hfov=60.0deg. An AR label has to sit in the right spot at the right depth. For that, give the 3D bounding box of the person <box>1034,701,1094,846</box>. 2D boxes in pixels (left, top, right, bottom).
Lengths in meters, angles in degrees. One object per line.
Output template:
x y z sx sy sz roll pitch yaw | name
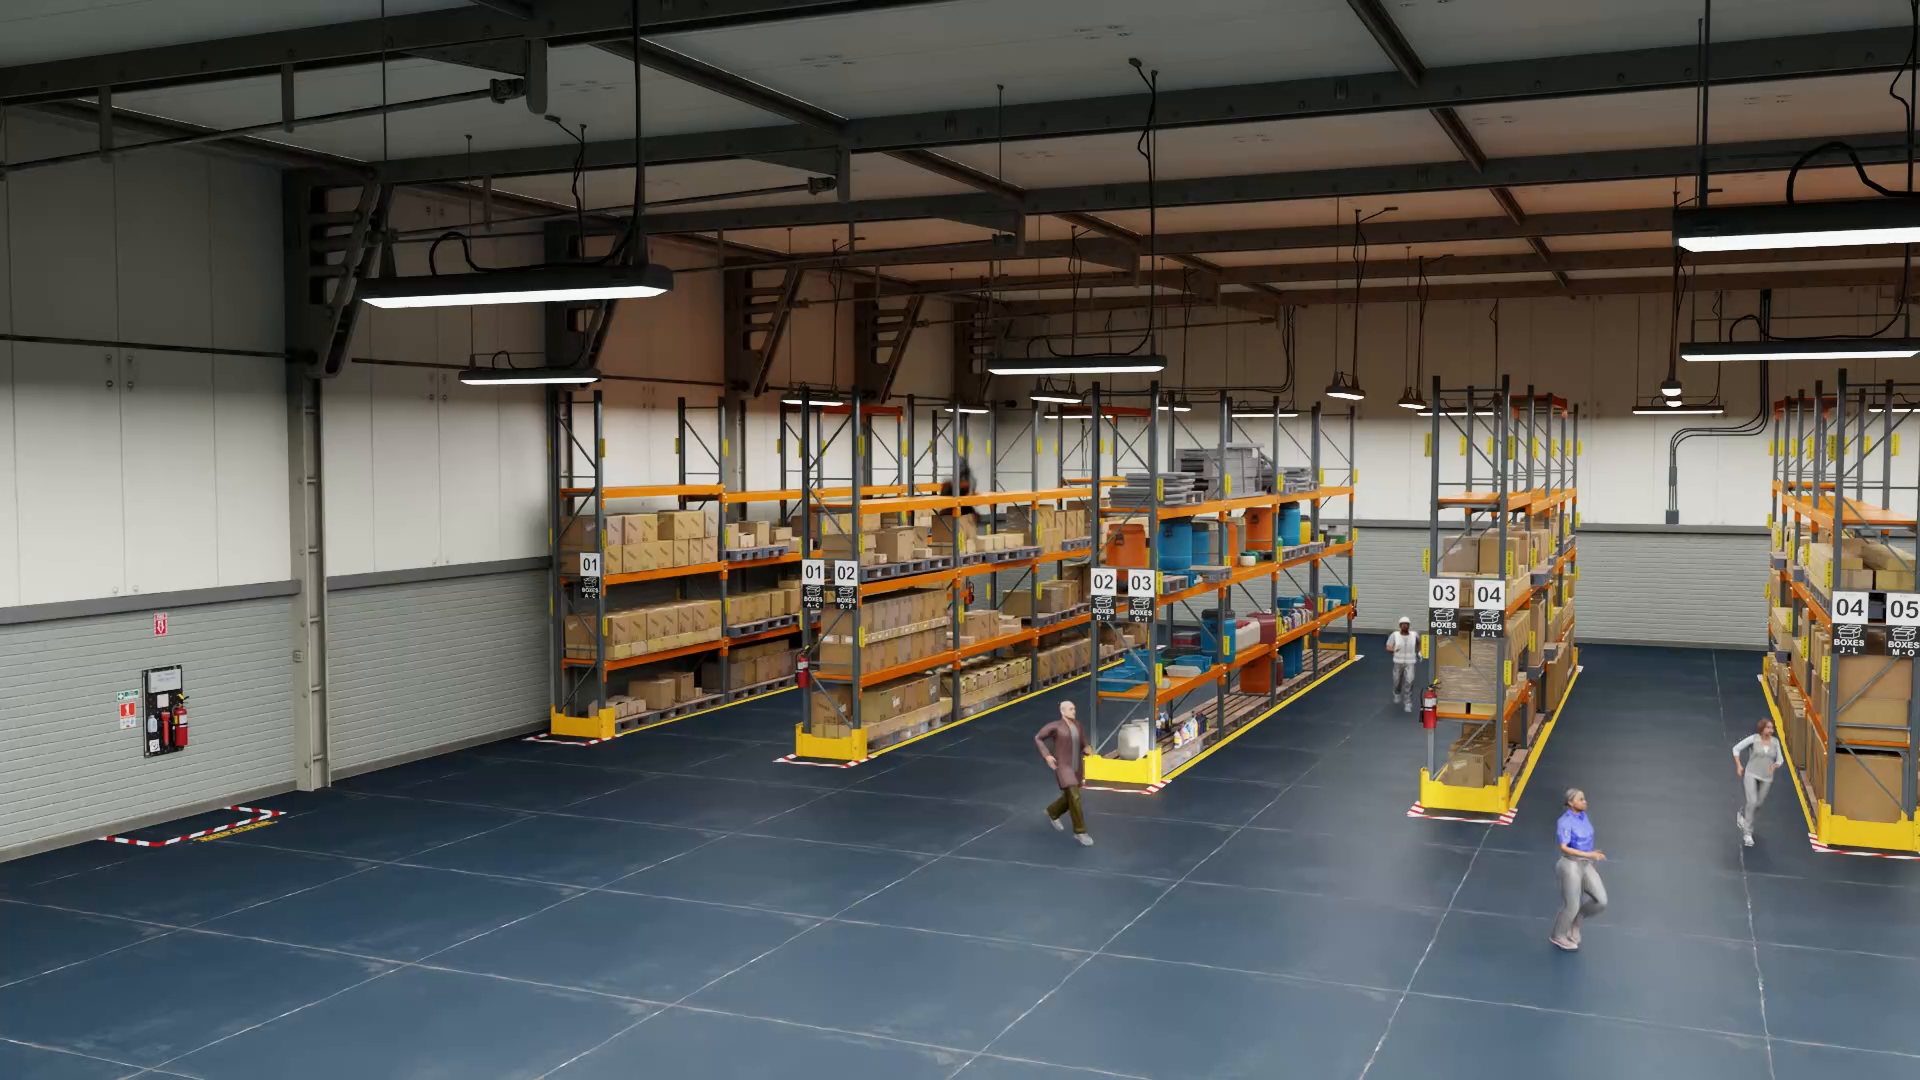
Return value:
1.372 2.934 21.235 0.727 1.763 1.030 -3 4 -41 | person

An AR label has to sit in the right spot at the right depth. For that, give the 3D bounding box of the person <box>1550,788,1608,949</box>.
6.162 3.277 16.509 0.556 1.607 0.603 -2 4 -35 | person

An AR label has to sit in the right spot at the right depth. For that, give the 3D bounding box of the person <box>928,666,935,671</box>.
-0.692 2.234 34.518 0.660 1.828 0.755 1 3 24 | person

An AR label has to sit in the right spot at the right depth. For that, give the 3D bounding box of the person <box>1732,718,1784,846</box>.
10.195 3.057 21.243 0.582 1.586 0.793 0 3 7 | person

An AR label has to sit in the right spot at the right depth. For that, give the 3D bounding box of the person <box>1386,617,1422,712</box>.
8.474 2.346 31.707 0.694 1.760 0.973 1 3 12 | person
